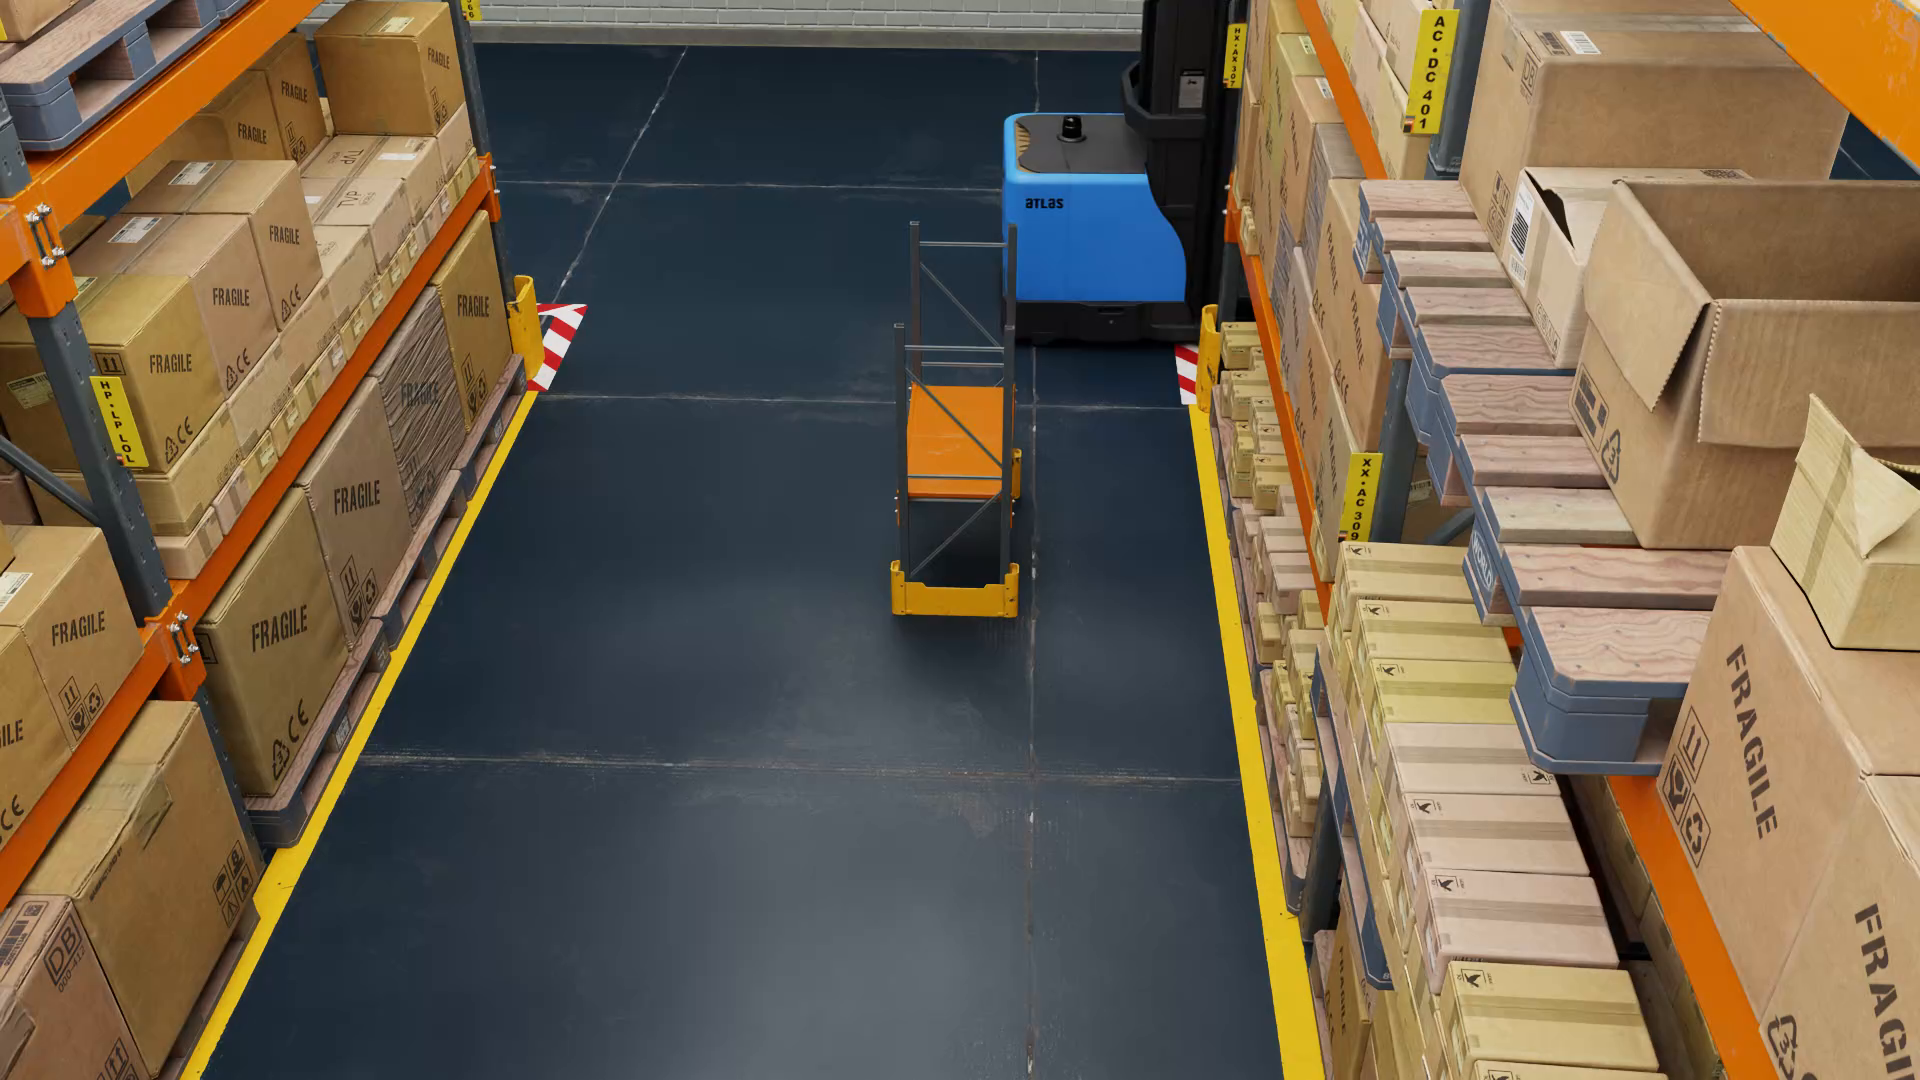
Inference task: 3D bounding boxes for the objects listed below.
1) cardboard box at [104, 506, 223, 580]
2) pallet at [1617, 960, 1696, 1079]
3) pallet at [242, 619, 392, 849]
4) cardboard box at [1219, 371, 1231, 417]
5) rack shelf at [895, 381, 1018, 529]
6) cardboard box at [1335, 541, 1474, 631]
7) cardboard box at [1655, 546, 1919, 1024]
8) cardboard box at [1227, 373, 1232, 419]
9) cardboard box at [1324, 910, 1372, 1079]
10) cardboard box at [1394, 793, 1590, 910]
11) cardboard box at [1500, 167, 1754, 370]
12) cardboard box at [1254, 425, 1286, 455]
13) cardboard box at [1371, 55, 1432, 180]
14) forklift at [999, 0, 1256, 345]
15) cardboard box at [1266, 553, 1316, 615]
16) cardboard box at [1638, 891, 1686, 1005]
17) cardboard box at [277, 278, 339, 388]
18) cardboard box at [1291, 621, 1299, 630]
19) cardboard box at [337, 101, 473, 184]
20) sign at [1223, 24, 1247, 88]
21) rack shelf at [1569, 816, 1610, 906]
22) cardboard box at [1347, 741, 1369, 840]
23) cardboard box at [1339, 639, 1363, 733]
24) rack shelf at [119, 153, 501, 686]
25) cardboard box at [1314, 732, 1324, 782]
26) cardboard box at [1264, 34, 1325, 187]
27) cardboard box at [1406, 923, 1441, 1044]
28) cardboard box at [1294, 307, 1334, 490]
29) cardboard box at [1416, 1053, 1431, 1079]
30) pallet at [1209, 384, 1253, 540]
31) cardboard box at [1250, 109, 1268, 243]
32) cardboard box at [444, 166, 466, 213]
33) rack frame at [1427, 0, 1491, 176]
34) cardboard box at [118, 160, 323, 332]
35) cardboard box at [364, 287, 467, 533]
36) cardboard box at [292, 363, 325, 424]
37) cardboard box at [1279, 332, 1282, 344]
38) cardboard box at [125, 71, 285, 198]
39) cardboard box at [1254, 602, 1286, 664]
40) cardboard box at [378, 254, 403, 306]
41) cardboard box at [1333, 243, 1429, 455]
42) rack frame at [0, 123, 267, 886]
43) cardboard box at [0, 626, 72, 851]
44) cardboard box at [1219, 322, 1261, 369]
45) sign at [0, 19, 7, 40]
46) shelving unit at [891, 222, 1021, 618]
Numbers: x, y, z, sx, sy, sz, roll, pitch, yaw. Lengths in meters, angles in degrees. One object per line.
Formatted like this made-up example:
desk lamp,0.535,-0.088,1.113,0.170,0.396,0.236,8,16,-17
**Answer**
cardboard box,-2.844,0.005,5.852,0.380,0.149,0.250,1,35,2
pallet,1.642,1.476,3.708,1.003,0.211,1.213,1,35,2
pallet,-3.080,0.770,6.970,1.003,0.211,1.213,1,35,2
cardboard box,1.583,-0.773,8.855,0.380,0.149,0.250,2,35,3
rack shelf,-0.003,-0.417,7.852,0.538,0.185,1.000,1,35,2
cardboard box,1.288,0.141,4.777,0.380,0.149,0.250,3,35,4
cardboard box,1.403,0.359,2.435,0.500,0.500,0.500,1,35,2
cardboard box,1.579,-0.737,8.545,0.380,0.149,0.250,1,35,2
cardboard box,1.469,1.507,5.306,0.500,0.500,0.500,3,35,4
cardboard box,1.248,0.739,3.926,0.380,0.149,0.250,1,35,1
cardboard box,1.518,-0.625,3.634,0.500,0.311,0.500,1,35,1
cardboard box,1.587,-0.410,7.821,0.380,0.149,0.250,3,35,4
cardboard box,1.513,-1.217,4.894,0.500,0.250,0.500,2,35,3
forklift,1.764,-2.627,9.438,3.031,2.935,1.130,0,35,0
cardboard box,1.498,0.182,6.979,0.380,0.149,0.250,0,35,0
cardboard box,1.908,0.997,4.075,0.380,0.149,0.250,0,35,0
cardboard box,-2.868,-0.843,6.712,0.500,0.250,0.500,2,35,3
cardboard box,1.558,0.470,6.828,0.380,0.149,0.250,2,35,2
cardboard box,-2.782,-2.009,8.372,0.500,0.250,0.500,1,35,1
sign,1.382,-2.427,8.342,0.100,0.325,0.005,1,35,2
rack shelf,1.683,1.681,3.876,1.077,0.370,4.000,1,35,2
cardboard box,1.269,0.687,4.517,0.380,0.149,0.250,2,35,2
cardboard box,1.280,0.411,4.651,0.380,0.149,0.250,1,35,1
rack shelf,-3.108,-0.790,7.391,1.077,0.370,4.000,1,35,2
cardboard box,1.518,0.778,6.131,0.380,0.149,0.250,2,35,3
cardboard box,1.584,-1.792,6.976,0.500,0.500,0.500,1,35,1
cardboard box,1.240,1.016,3.790,0.380,0.149,0.250,1,35,1
cardboard box,1.523,-0.508,6.019,0.500,0.500,0.500,0,35,1
cardboard box,1.228,1.279,3.675,0.380,0.149,0.250,0,35,0
pallet,1.853,-0.410,8.650,1.003,0.211,1.213,1,35,2
cardboard box,1.634,-1.664,7.663,0.500,0.500,0.500,1,35,2
cardboard box,-2.722,-1.769,8.377,0.380,0.149,0.250,2,35,2
rack frame,1.764,-2.217,3.579,1.000,3.000,0.127,1,35,2
cardboard box,-2.870,-1.154,6.502,0.500,0.500,0.500,0,35,0
cardboard box,-3.010,-0.644,8.040,0.875,0.875,0.875,1,35,2
cardboard box,-2.805,-0.595,6.707,0.380,0.149,0.250,1,35,1
cardboard box,1.572,-0.882,7.115,0.380,0.149,0.250,3,35,4
cardboard box,-3.352,-1.746,7.345,0.500,0.500,0.500,0,35,1
cardboard box,1.480,0.404,7.181,0.380,0.149,0.250,1,35,2
cardboard box,-2.762,-1.183,7.543,0.380,0.149,0.250,1,35,2
cardboard box,1.512,-0.611,5.295,0.500,0.500,0.500,0,35,0
rack frame,-3.188,0.065,5.549,1.000,3.000,0.127,1,35,2
cardboard box,-2.961,0.583,4.725,0.500,0.500,0.500,2,35,3
cardboard box,1.564,-1.016,8.684,0.380,0.149,0.250,0,35,0
sign,-2.646,-1.496,4.438,0.100,0.325,0.005,1,35,2
shelving unit,-0.003,-0.570,7.756,0.587,1.500,1.083,1,35,2
